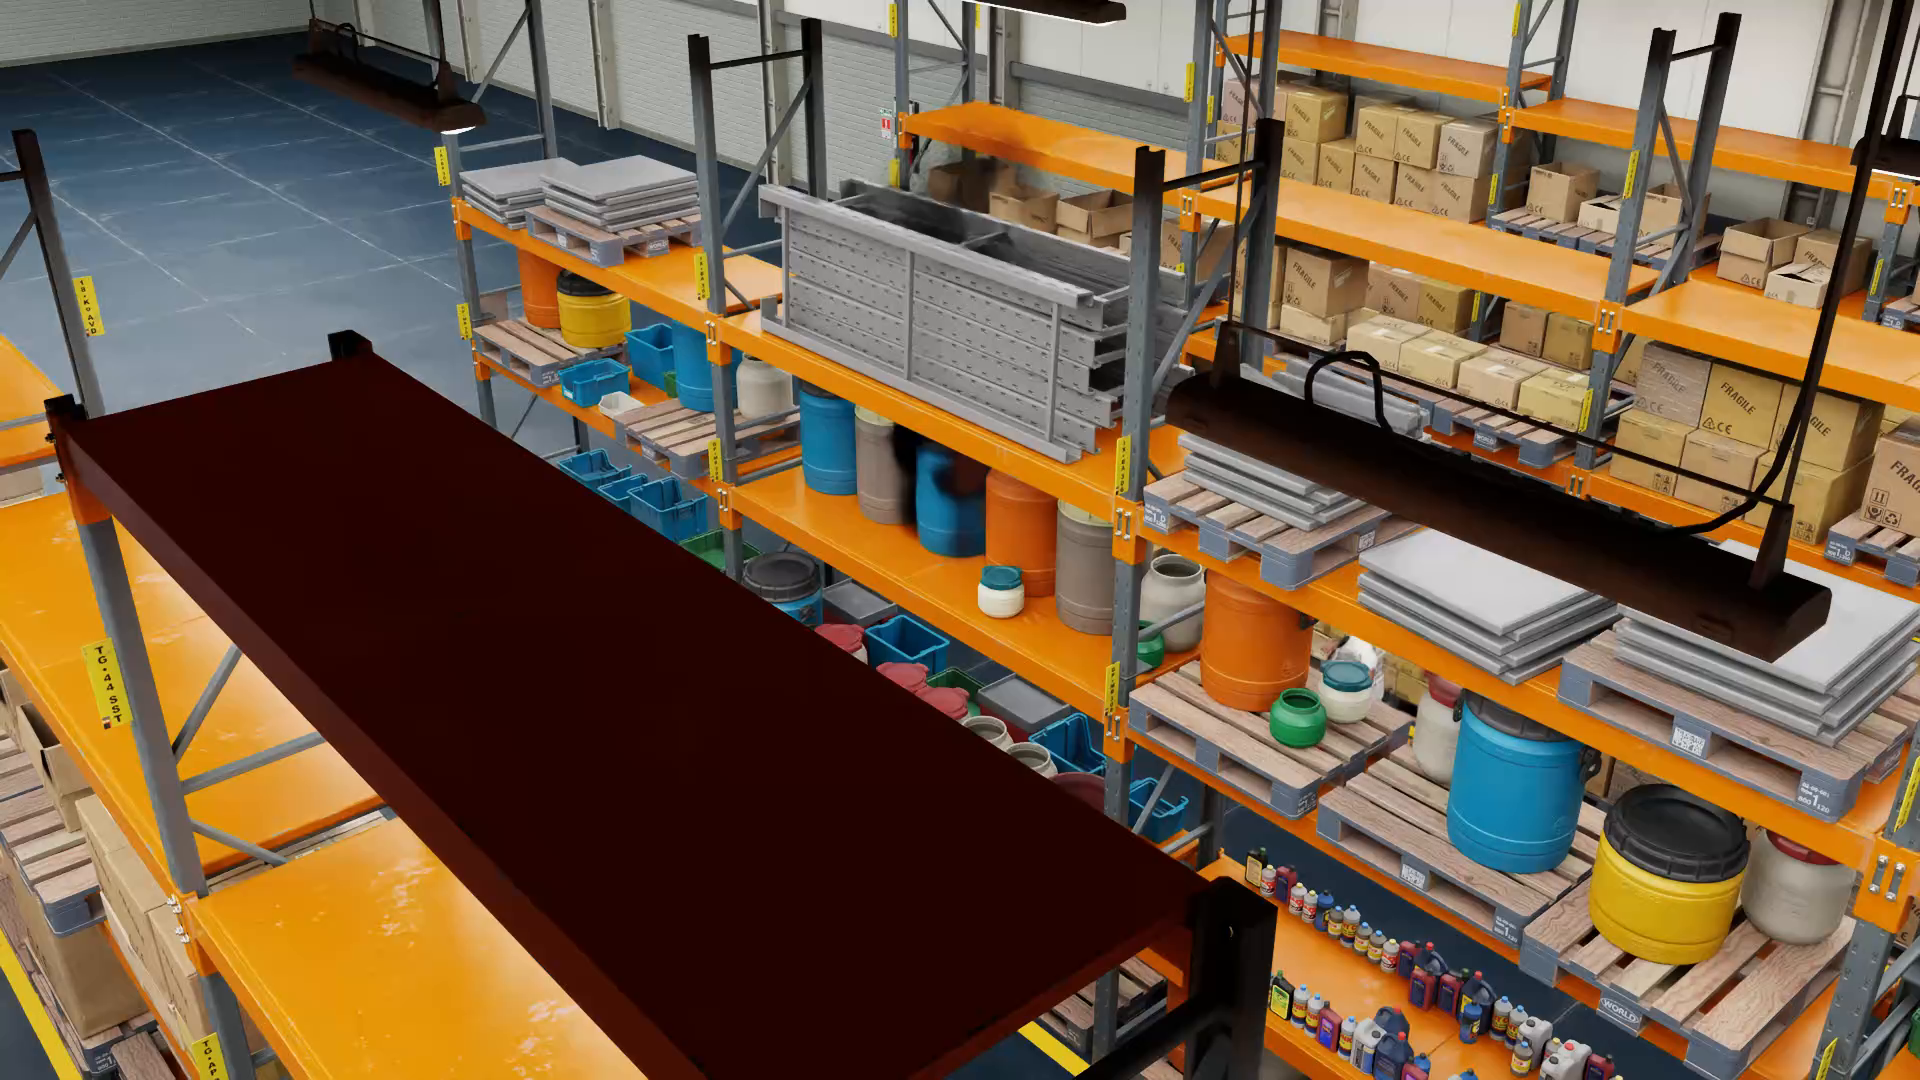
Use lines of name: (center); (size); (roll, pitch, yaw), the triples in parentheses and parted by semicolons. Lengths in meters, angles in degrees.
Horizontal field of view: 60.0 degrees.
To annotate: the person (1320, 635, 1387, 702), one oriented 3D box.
person: (3.000, 1.235, 12.692); (0.670, 1.898, 0.753); (-23, 35, -37)
